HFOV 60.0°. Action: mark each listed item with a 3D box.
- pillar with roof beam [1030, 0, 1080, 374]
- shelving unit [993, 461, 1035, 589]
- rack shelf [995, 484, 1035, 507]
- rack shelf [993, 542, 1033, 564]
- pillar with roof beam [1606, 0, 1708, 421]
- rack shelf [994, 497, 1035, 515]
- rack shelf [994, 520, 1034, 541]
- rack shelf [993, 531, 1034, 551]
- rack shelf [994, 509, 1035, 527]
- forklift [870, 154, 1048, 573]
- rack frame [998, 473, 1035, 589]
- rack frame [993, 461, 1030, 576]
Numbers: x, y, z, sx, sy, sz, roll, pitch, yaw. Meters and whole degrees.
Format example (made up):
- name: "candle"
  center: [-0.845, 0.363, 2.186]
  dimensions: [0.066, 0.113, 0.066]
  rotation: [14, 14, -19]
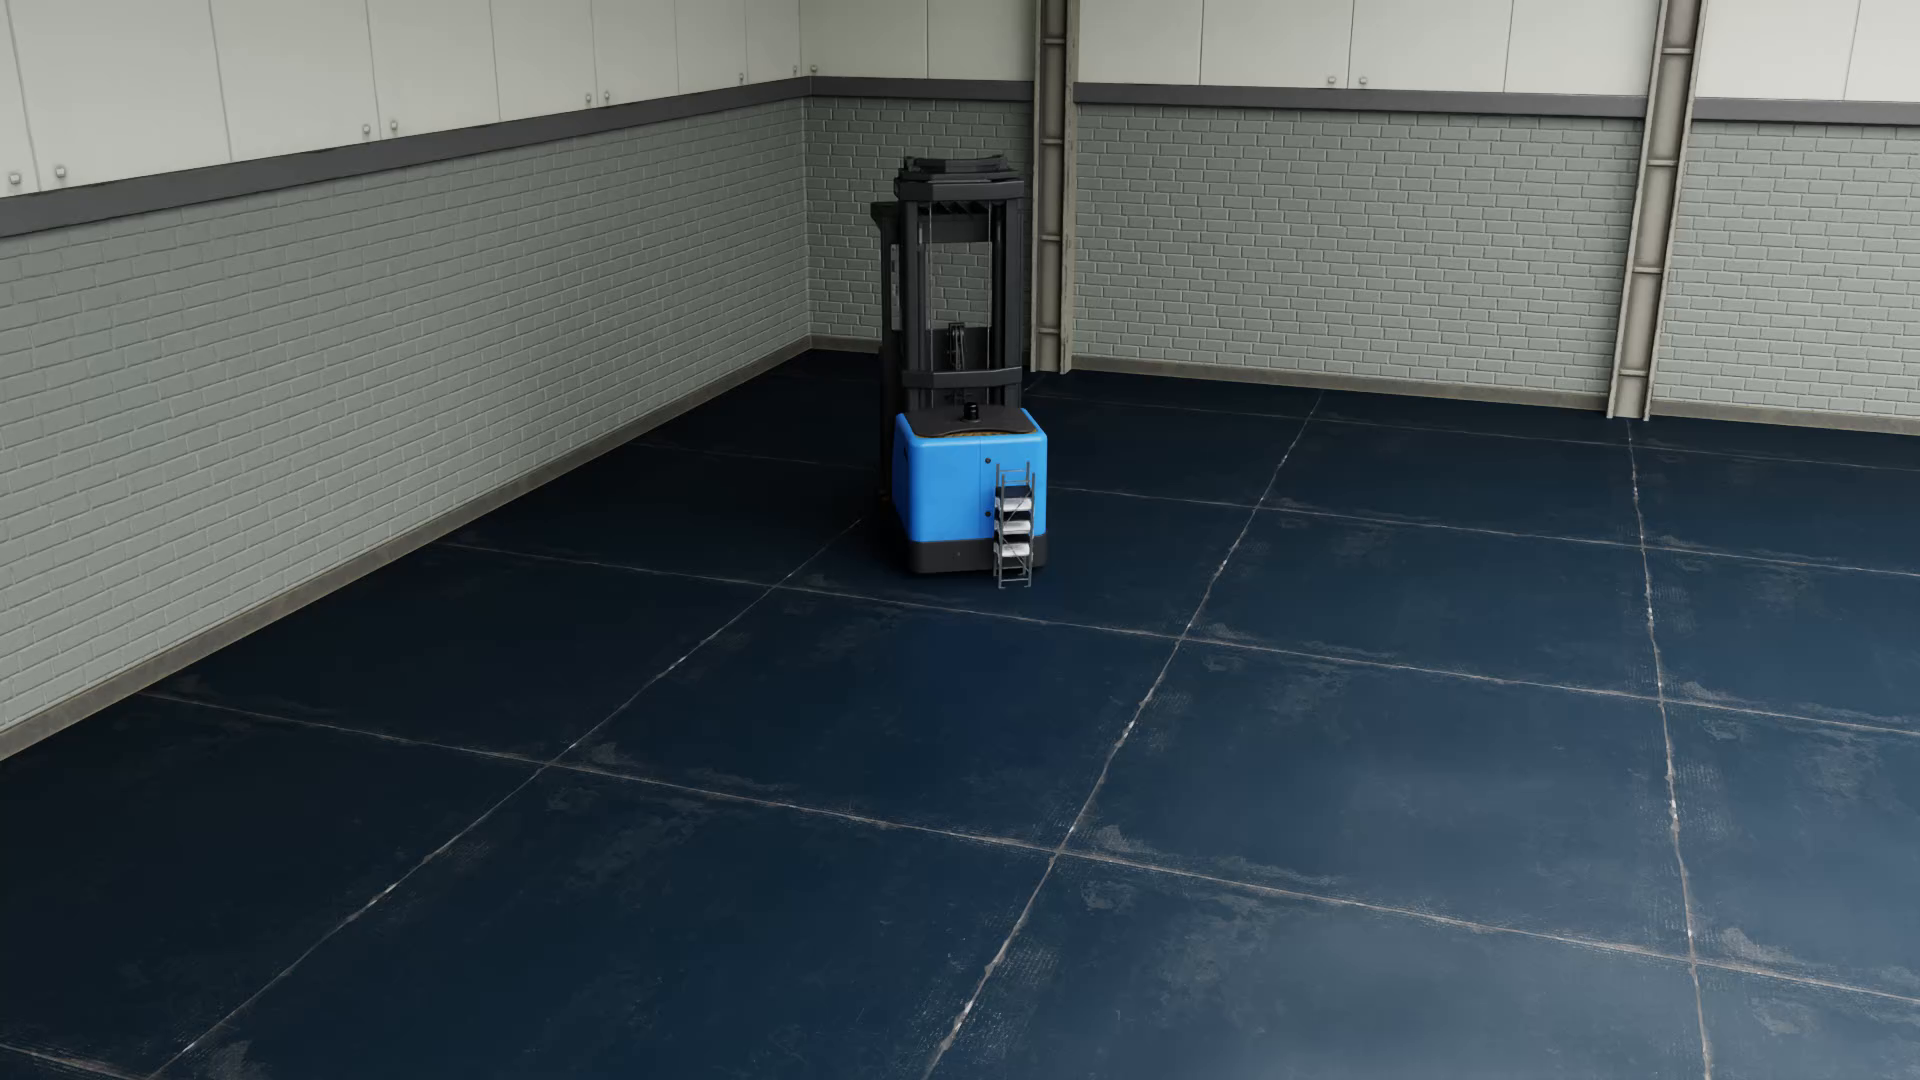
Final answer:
- name: "pillar with roof beam"
  center: [-0.400, -4.805, 13.190]
  dimensions: [0.400, 9.000, 9.100]
  rotation: [7, 20, 18]
- name: "shelving unit"
  center: [0.388, -0.105, 11.982]
  dimensions: [0.258, 0.900, 0.210]
  rotation: [-3, 26, -9]
- name: "rack shelf"
  center: [0.392, -0.319, 11.880]
  dimensions: [0.258, 0.077, 0.200]
  rotation: [-3, 26, -9]
- name: "rack shelf"
  center: [0.385, 0.088, 12.073]
  dimensions: [0.258, 0.077, 0.200]
  rotation: [-3, 26, -9]
- name: "pillar with roof beam"
  center: [5.267, -4.157, 11.331]
  dimensions: [0.400, 9.000, 9.100]
  rotation: [7, 20, 18]
- name: "rack shelf"
  center: [0.391, -0.237, 11.919]
  dimensions: [0.258, 0.077, 0.200]
  rotation: [-3, 26, -9]
- name: "rack shelf"
  center: [0.388, -0.075, 11.996]
  dimensions: [0.258, 0.077, 0.200]
  rotation: [-3, 26, -9]
- name: "rack shelf"
  center: [0.386, 0.006, 12.035]
  dimensions: [0.258, 0.077, 0.200]
  rotation: [-3, 26, -9]
- name: "rack shelf"
  center: [0.389, -0.156, 11.957]
  dimensions: [0.258, 0.077, 0.200]
  rotation: [-3, 26, -9]
- name: "forklift"
  center: [-0.103, -1.587, 13.176]
  dimensions: [1.130, 2.935, 3.031]
  rotation: [-3, 19, -9]
- name: "rack frame"
  center: [0.404, -0.062, 11.891]
  dimensions: [0.240, 0.900, 0.006]
  rotation: [-3, 26, -9]
- name: "rack frame"
  center: [0.372, -0.148, 12.072]
  dimensions: [0.240, 0.900, 0.006]
  rotation: [-3, 26, -9]
